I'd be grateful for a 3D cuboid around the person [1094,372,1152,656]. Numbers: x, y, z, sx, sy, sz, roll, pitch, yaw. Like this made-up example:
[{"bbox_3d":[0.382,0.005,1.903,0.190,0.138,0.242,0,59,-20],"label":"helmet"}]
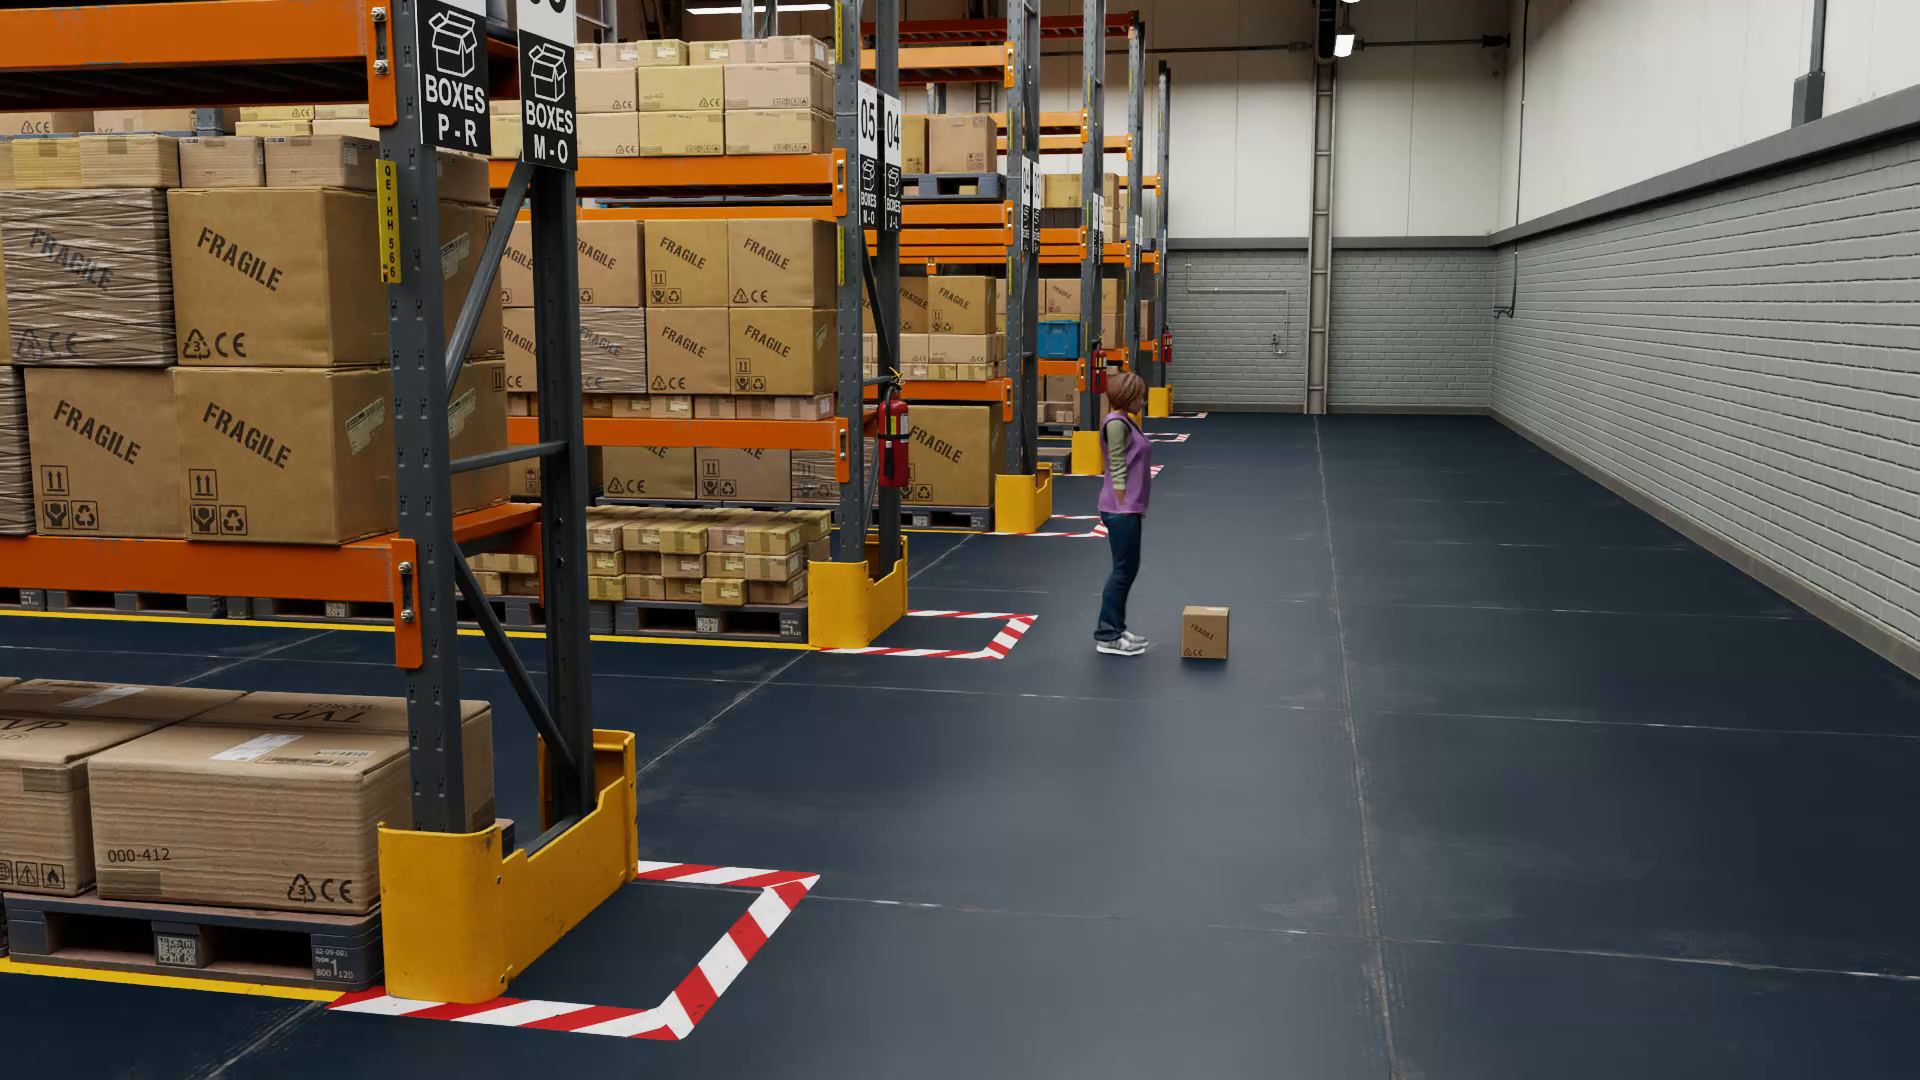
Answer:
[{"bbox_3d":[0.932,-0.154,9.459,0.300,1.596,0.407,2,8,12],"label":"person"}]
